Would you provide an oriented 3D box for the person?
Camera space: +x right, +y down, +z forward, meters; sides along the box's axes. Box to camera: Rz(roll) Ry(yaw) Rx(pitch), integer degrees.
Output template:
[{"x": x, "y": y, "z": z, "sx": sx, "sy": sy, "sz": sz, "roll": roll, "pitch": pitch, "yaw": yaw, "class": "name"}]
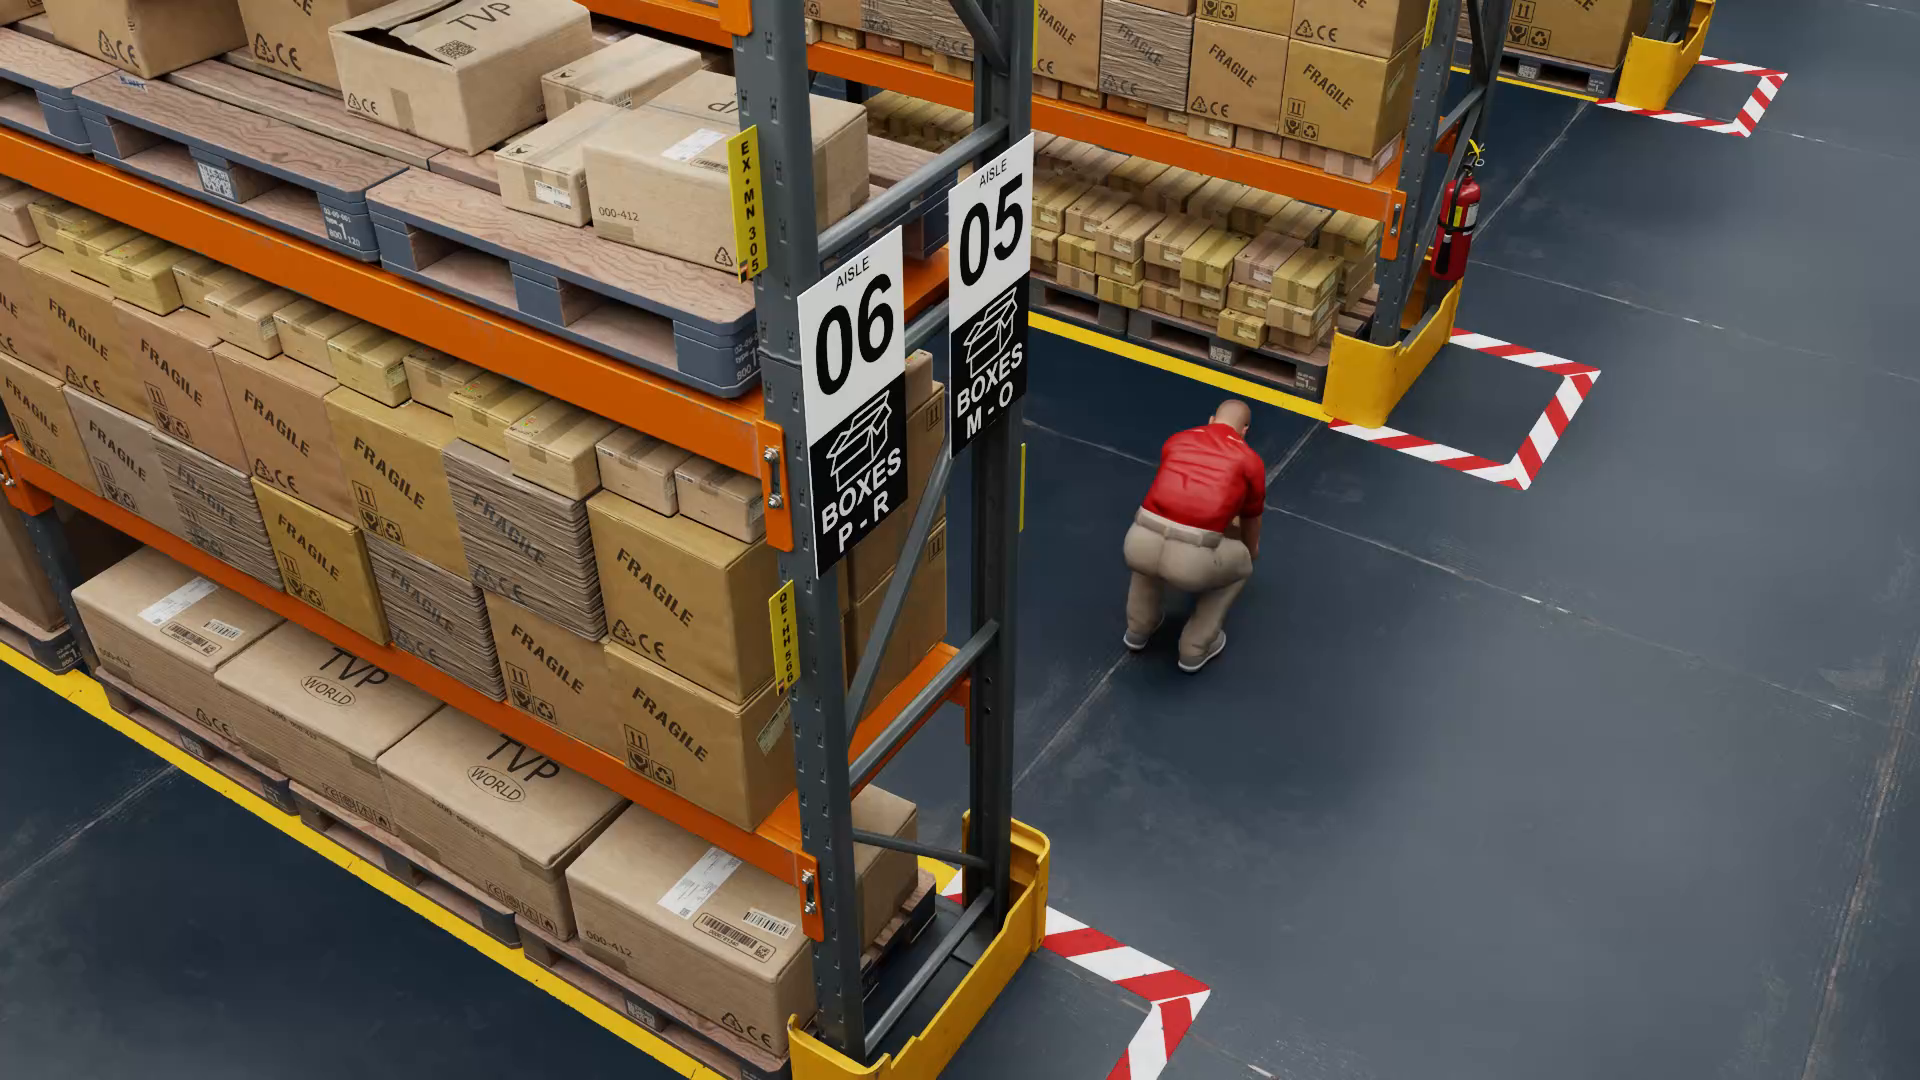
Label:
[{"x": 1.037, "y": -0.008, "z": 7.314, "sx": 0.544, "sy": 0.980, "sz": 0.931, "roll": 20, "pitch": 42, "yaw": 23, "class": "person"}]
